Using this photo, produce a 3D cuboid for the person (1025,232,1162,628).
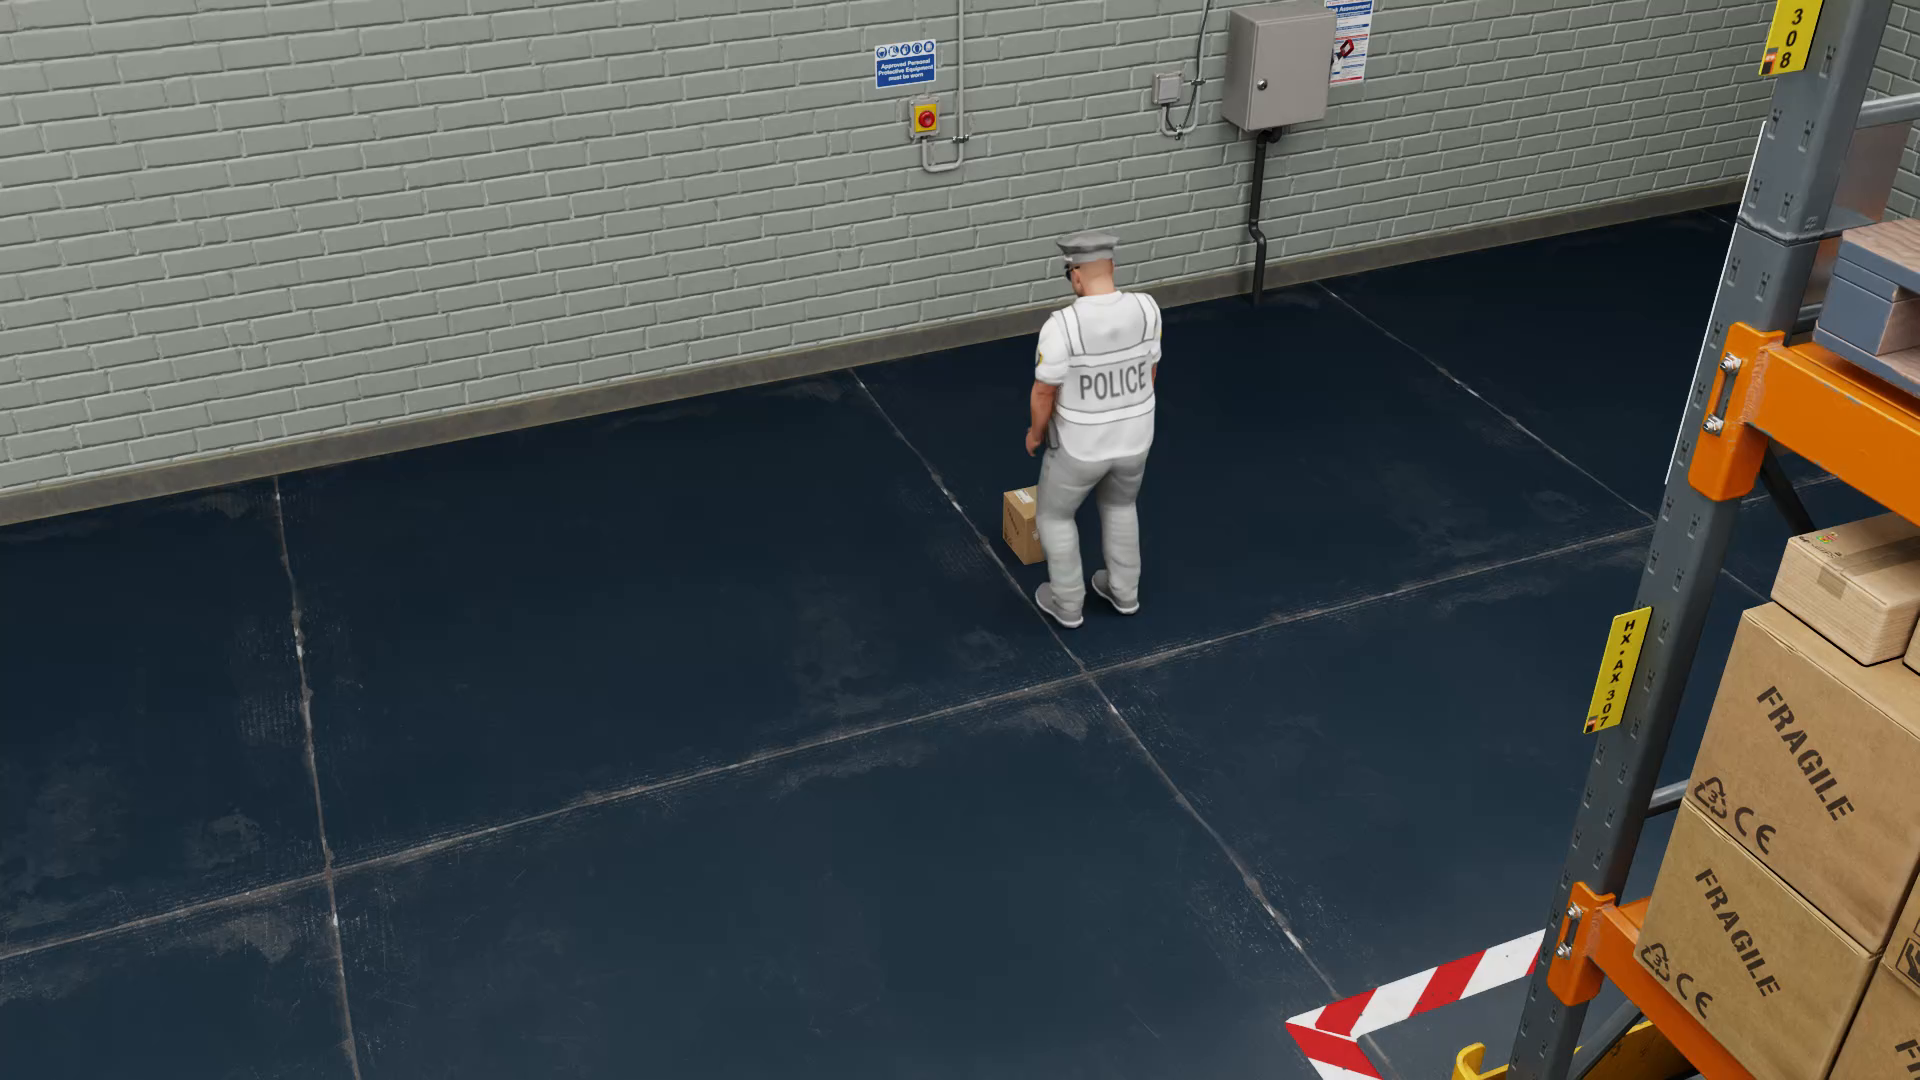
[{"bbox_3d":[0.537,-0.421,6.814,0.547,1.722,0.440,-12,35,-18],"label":"person"}]
